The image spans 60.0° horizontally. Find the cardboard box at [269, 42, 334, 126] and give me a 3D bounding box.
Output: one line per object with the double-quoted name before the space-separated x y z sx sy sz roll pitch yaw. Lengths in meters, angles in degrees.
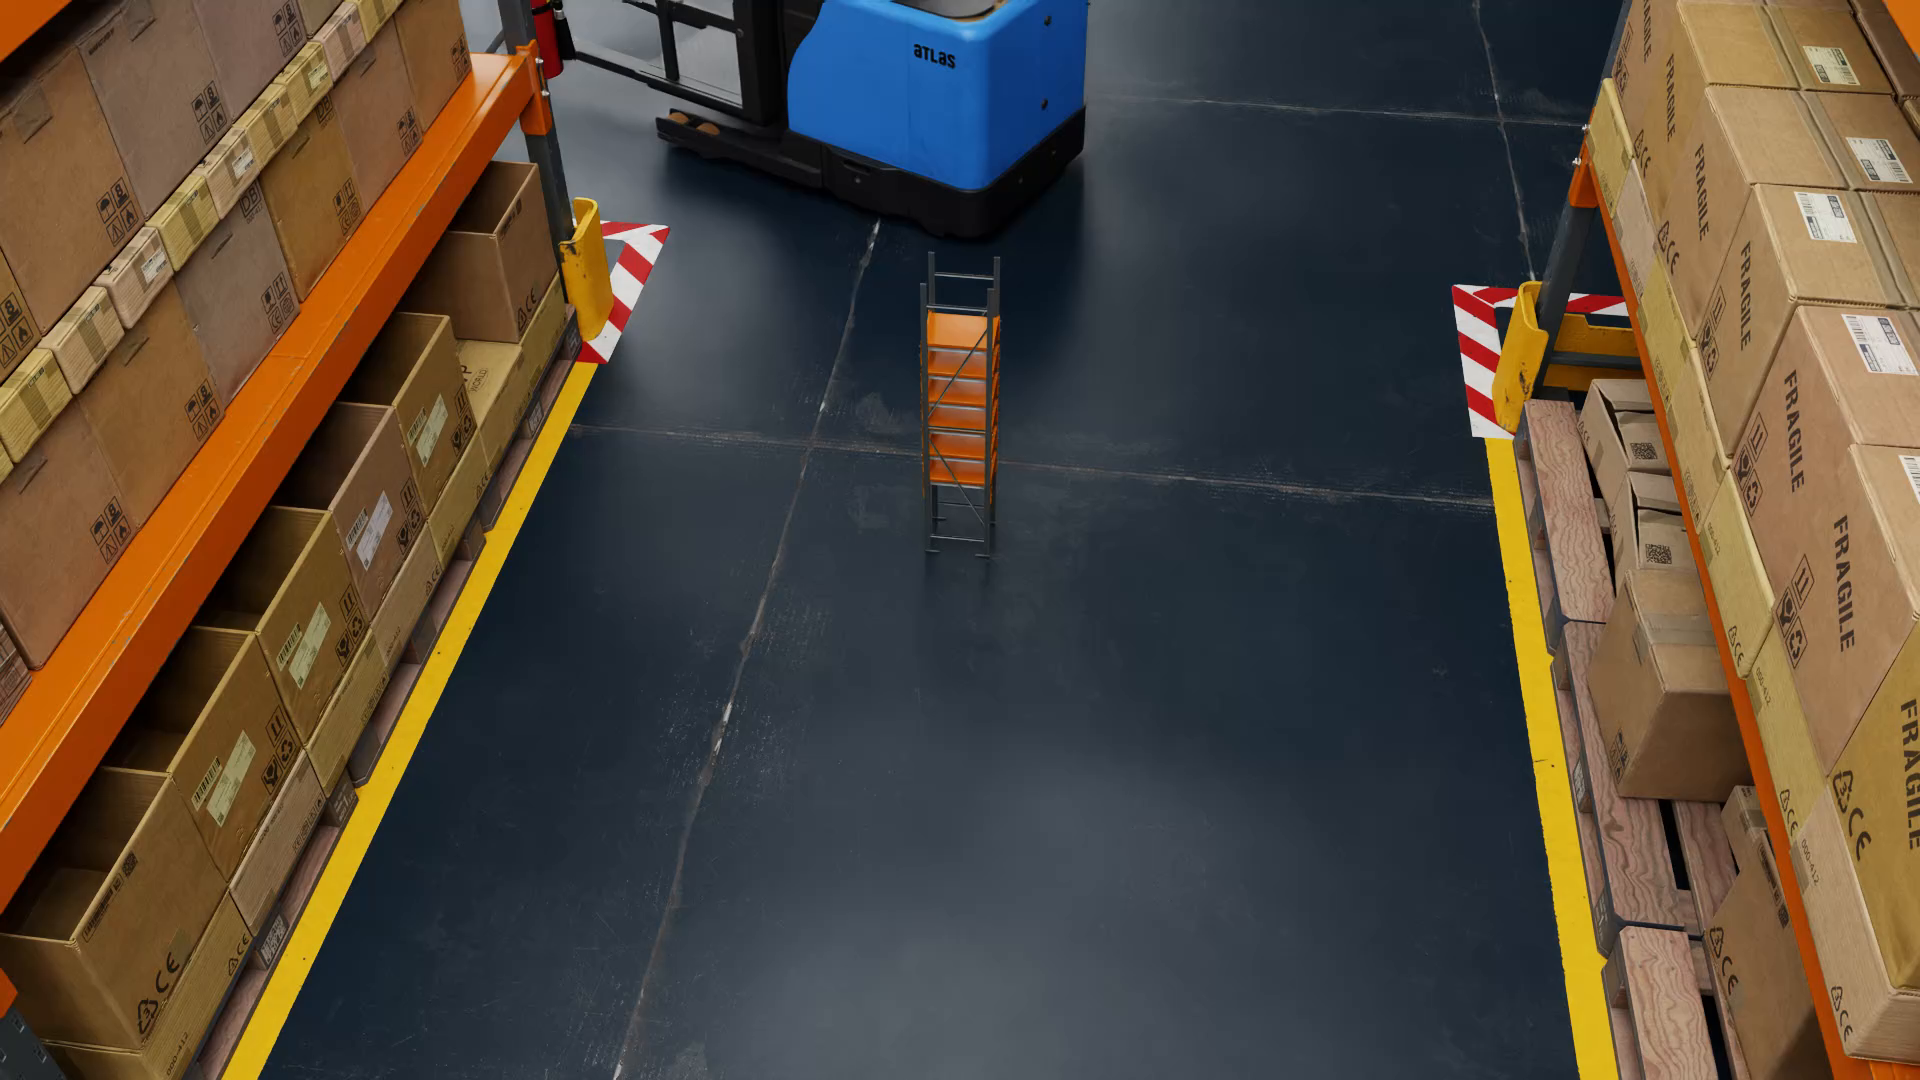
"cardboard box" -2.124 -1.380 4.982 0.380 0.149 0.250 6 44 7

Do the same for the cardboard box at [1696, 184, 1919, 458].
"cardboard box" 2.218 -0.528 4.175 0.500 0.500 0.500 6 44 7

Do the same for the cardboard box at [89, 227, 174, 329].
"cardboard box" -2.261 -0.679 4.241 0.380 0.149 0.250 4 44 4

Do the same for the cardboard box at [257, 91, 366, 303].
"cardboard box" -2.336 -1.112 5.170 0.700 0.500 0.500 6 44 6

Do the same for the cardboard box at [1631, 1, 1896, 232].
"cardboard box" 2.349 -1.233 4.919 0.500 0.500 0.500 5 44 6

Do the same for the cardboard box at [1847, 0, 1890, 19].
"cardboard box" 2.933 -1.526 5.229 0.500 0.500 0.500 5 44 5

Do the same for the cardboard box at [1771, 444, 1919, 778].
"cardboard box" 2.072 0.168 3.440 0.500 0.500 0.500 5 44 5

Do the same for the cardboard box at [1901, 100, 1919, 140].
"cardboard box" 2.793 -0.831 4.495 0.500 0.500 0.500 4 44 4

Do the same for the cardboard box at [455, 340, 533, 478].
"cardboard box" -1.958 -0.509 6.301 0.500 0.250 0.500 5 44 6

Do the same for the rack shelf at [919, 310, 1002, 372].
"rack shelf" 0.002 -0.675 5.631 0.258 0.103 0.180 5 44 6

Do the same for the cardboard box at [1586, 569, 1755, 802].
"cardboard box" 2.382 0.454 5.087 0.700 0.500 0.500 3 44 3

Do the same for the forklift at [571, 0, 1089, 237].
"forklift" -0.906 -3.236 7.536 3.031 2.935 1.130 24 48 23

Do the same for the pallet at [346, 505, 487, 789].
"pallet" -2.349 0.277 5.804 1.003 0.211 1.213 5 44 6

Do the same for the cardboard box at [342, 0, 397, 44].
"cardboard box" -2.054 -1.731 5.352 0.380 0.149 0.250 5 44 5

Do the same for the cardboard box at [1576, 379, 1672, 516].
"cardboard box" 2.604 -0.362 6.086 0.500 0.311 0.500 1 43 1

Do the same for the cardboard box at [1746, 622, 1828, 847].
"cardboard box" 2.092 0.443 3.696 0.500 0.250 0.500 5 44 6

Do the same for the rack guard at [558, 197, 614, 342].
"rack guard" -2.123 -1.198 7.152 1.175 0.500 0.348 5 44 6

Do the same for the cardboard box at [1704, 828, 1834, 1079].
"cardboard box" 2.354 1.121 4.382 0.500 0.500 0.500 2 43 2

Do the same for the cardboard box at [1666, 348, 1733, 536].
"cardboard box" 2.209 -0.245 4.421 0.500 0.250 0.500 6 44 6

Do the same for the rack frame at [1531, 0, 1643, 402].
"rack frame" 2.785 -1.642 5.802 1.000 3.000 0.127 5 44 6

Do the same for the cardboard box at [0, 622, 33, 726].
"cardboard box" -2.602 0.297 3.681 0.700 0.500 0.500 4 44 4

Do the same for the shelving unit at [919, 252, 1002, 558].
"shelving unit" 0.002 -0.446 5.848 0.258 1.200 0.189 5 44 6

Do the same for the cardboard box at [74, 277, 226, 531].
"cardboard box" -2.469 -0.404 4.422 0.700 0.500 0.500 6 44 6

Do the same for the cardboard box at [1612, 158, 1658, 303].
"cardboard box" 2.351 -0.936 5.151 0.500 0.250 0.500 4 44 4

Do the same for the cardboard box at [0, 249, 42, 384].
"cardboard box" -2.537 -0.518 3.599 0.700 0.500 0.500 5 44 5

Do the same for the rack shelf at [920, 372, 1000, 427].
"rack shelf" 0.002 -0.500 5.796 0.258 0.103 0.180 5 44 6

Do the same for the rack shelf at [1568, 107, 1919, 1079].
"rack shelf" 2.521 -0.017 4.610 1.077 0.370 4.000 5 44 6

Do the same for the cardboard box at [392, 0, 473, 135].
"cardboard box" -2.200 -1.809 5.906 0.700 0.500 0.500 5 44 6

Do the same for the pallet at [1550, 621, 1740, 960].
"pallet" 2.469 0.802 5.249 1.003 0.211 1.213 5 44 6

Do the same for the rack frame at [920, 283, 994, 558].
"rack frame" -0.010 -0.383 5.782 0.240 1.200 0.006 5 44 6

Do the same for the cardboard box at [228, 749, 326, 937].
"cardboard box" -2.222 0.854 4.861 0.500 0.250 0.500 5 44 6

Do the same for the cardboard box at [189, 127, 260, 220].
"cardboard box" -2.190 -1.026 4.608 0.380 0.149 0.250 5 44 5

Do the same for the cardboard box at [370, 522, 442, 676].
"cardboard box" -2.090 0.172 5.581 0.500 0.250 0.500 5 44 6

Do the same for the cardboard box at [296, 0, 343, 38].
"cardboard box" -2.271 -1.885 5.043 0.700 0.500 0.500 4 44 4

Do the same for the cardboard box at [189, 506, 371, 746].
"cardboard box" -2.151 0.241 4.963 0.500 0.500 0.500 5 44 6

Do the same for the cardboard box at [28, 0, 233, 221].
"cardboard box" -2.403 -1.200 4.319 0.700 0.500 0.500 5 44 6

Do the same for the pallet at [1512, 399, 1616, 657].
"pallet" 2.633 -0.027 6.125 1.003 0.211 1.213 5 44 6

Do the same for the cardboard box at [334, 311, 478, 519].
"cardboard box" -2.019 -0.440 5.682 0.500 0.500 0.500 5 44 6

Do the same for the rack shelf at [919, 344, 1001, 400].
"rack shelf" 0.002 -0.588 5.713 0.258 0.103 0.180 5 44 6

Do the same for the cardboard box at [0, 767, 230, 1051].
"cardboard box" -2.283 0.923 4.243 0.500 0.500 0.500 5 44 6

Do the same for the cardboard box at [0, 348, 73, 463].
"cardboard box" -2.328 -0.327 3.869 0.380 0.149 0.250 5 44 5
